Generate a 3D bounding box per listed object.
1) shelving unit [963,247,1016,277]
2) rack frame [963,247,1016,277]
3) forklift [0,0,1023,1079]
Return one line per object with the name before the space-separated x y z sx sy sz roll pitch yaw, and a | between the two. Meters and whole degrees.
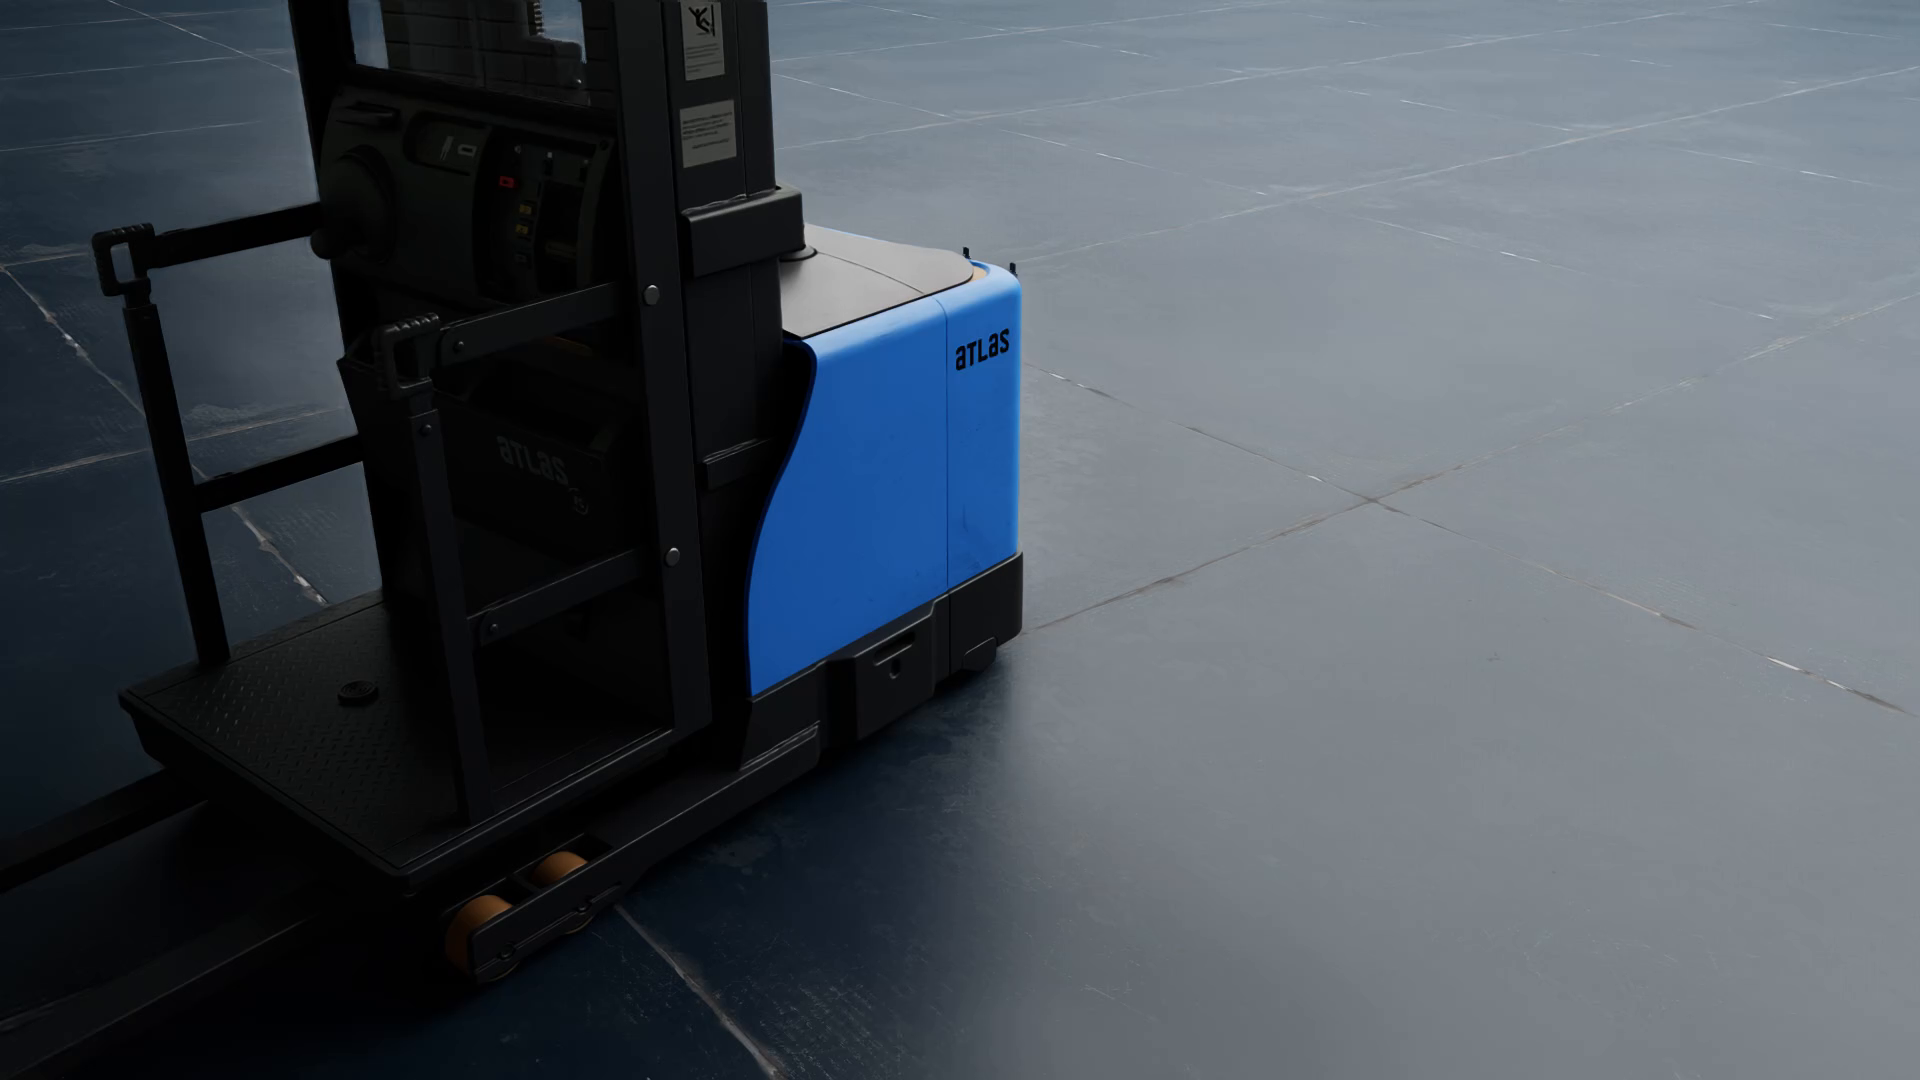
shelving unit | 0.006 -0.410 5.065 0.210 0.900 0.258 -18 31 -34
rack frame | 0.086 -0.437 5.122 0.006 0.900 0.240 -18 31 -34
forklift | -1.153 -0.682 3.237 1.130 2.935 3.031 19 31 35
